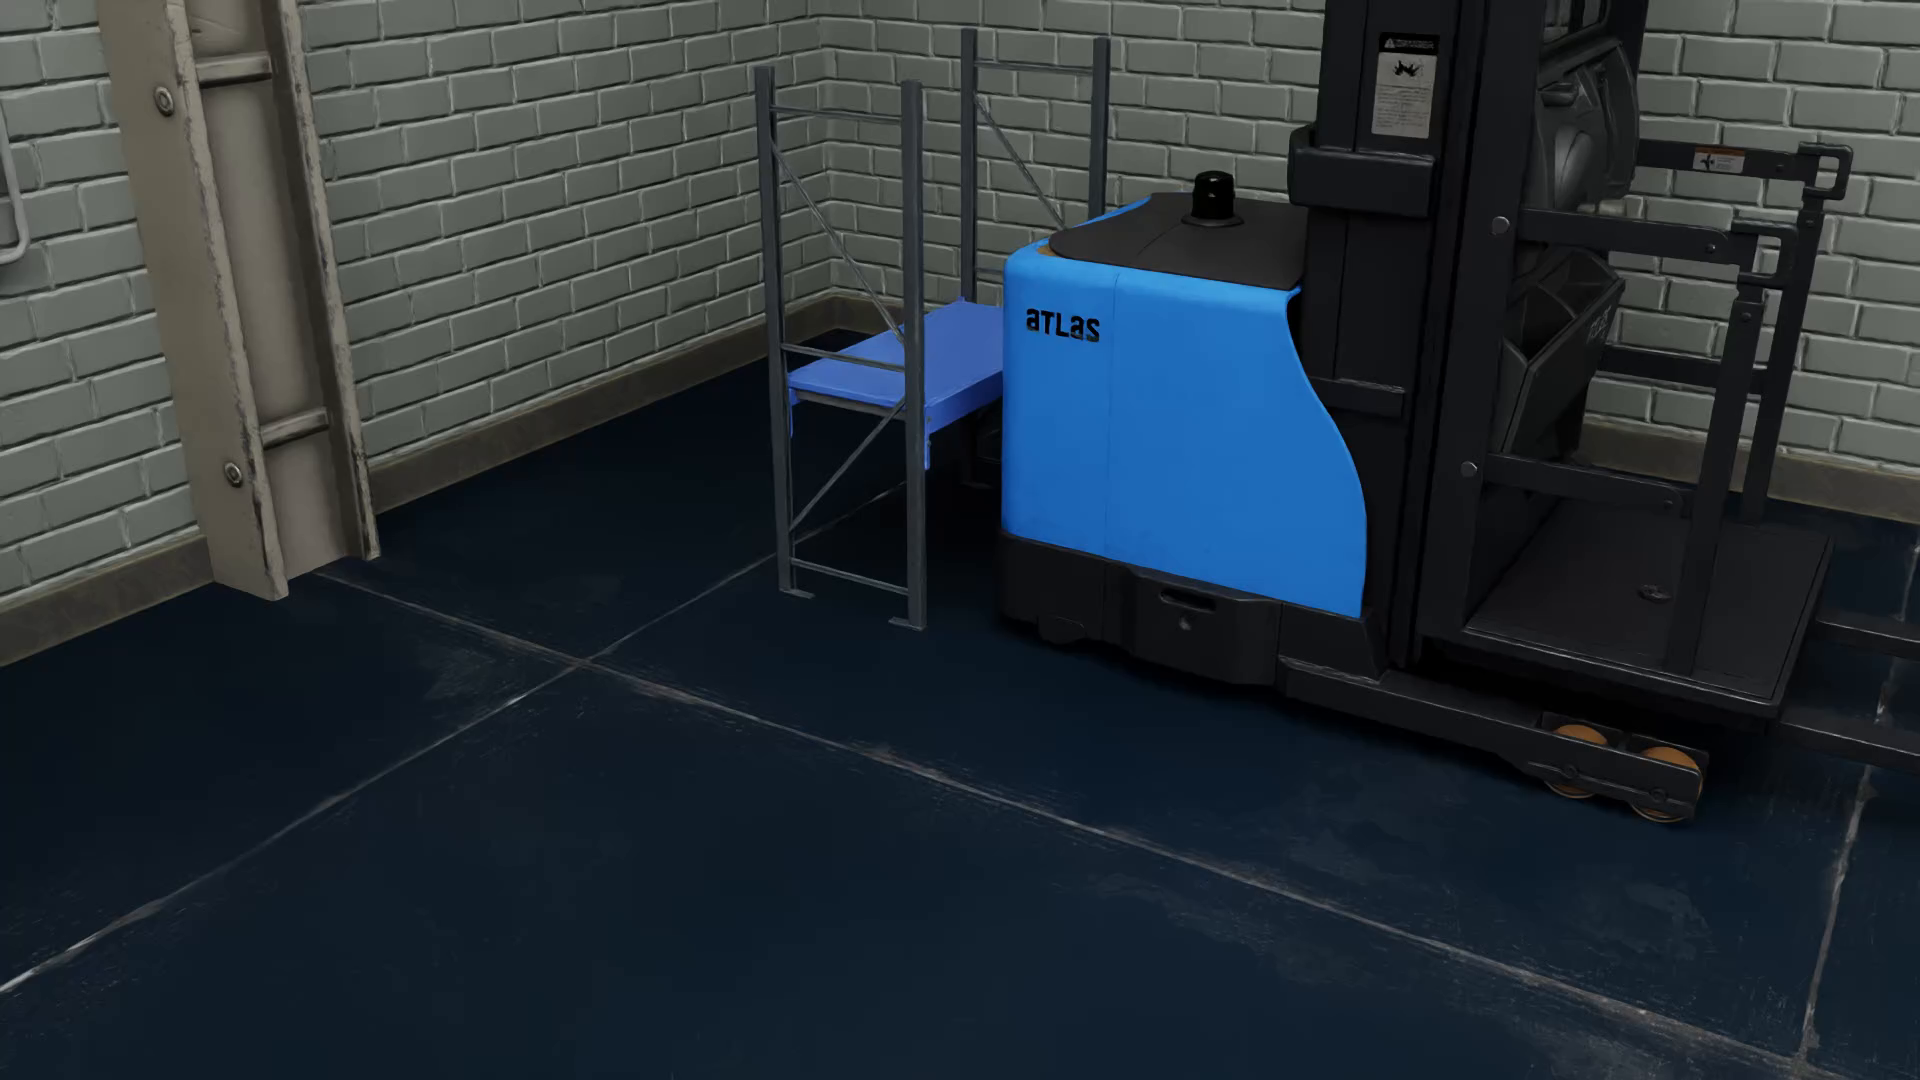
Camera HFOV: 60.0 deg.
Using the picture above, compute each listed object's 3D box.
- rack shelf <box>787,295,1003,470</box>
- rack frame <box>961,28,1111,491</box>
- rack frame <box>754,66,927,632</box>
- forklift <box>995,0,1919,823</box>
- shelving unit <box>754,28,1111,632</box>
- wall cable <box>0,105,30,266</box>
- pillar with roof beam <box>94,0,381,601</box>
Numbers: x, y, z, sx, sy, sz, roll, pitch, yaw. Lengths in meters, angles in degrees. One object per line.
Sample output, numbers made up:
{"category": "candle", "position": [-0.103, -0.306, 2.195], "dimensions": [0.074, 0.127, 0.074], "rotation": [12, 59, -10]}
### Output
{"category": "rack shelf", "position": [-0.045, -0.494, 4.957], "dimensions": [0.538, 0.185, 1.000], "rotation": [14, 27, 29]}
{"category": "rack frame", "position": [0.223, -0.831, 5.282], "dimensions": [0.500, 1.500, 0.032], "rotation": [14, 27, 29]}
{"category": "rack frame", "position": [-0.313, -0.488, 4.489], "dimensions": [0.500, 1.500, 0.032], "rotation": [14, 27, 29]}
{"category": "forklift", "position": [1.620, -0.946, 3.745], "dimensions": [3.031, 2.935, 1.130], "rotation": [14, 27, 29]}
{"category": "shelving unit", "position": [-0.045, -0.659, 4.886], "dimensions": [0.538, 1.500, 1.048], "rotation": [14, 27, 29]}
{"category": "wall cable", "position": [-2.839, -1.301, 3.200], "dimensions": [0.084, 1.984, 1.851], "rotation": [14, 27, 29]}
{"category": "pillar with roof beam", "position": [1.636, -3.147, 1.193], "dimensions": [9.100, 9.000, 0.400], "rotation": [14, 27, 29]}
